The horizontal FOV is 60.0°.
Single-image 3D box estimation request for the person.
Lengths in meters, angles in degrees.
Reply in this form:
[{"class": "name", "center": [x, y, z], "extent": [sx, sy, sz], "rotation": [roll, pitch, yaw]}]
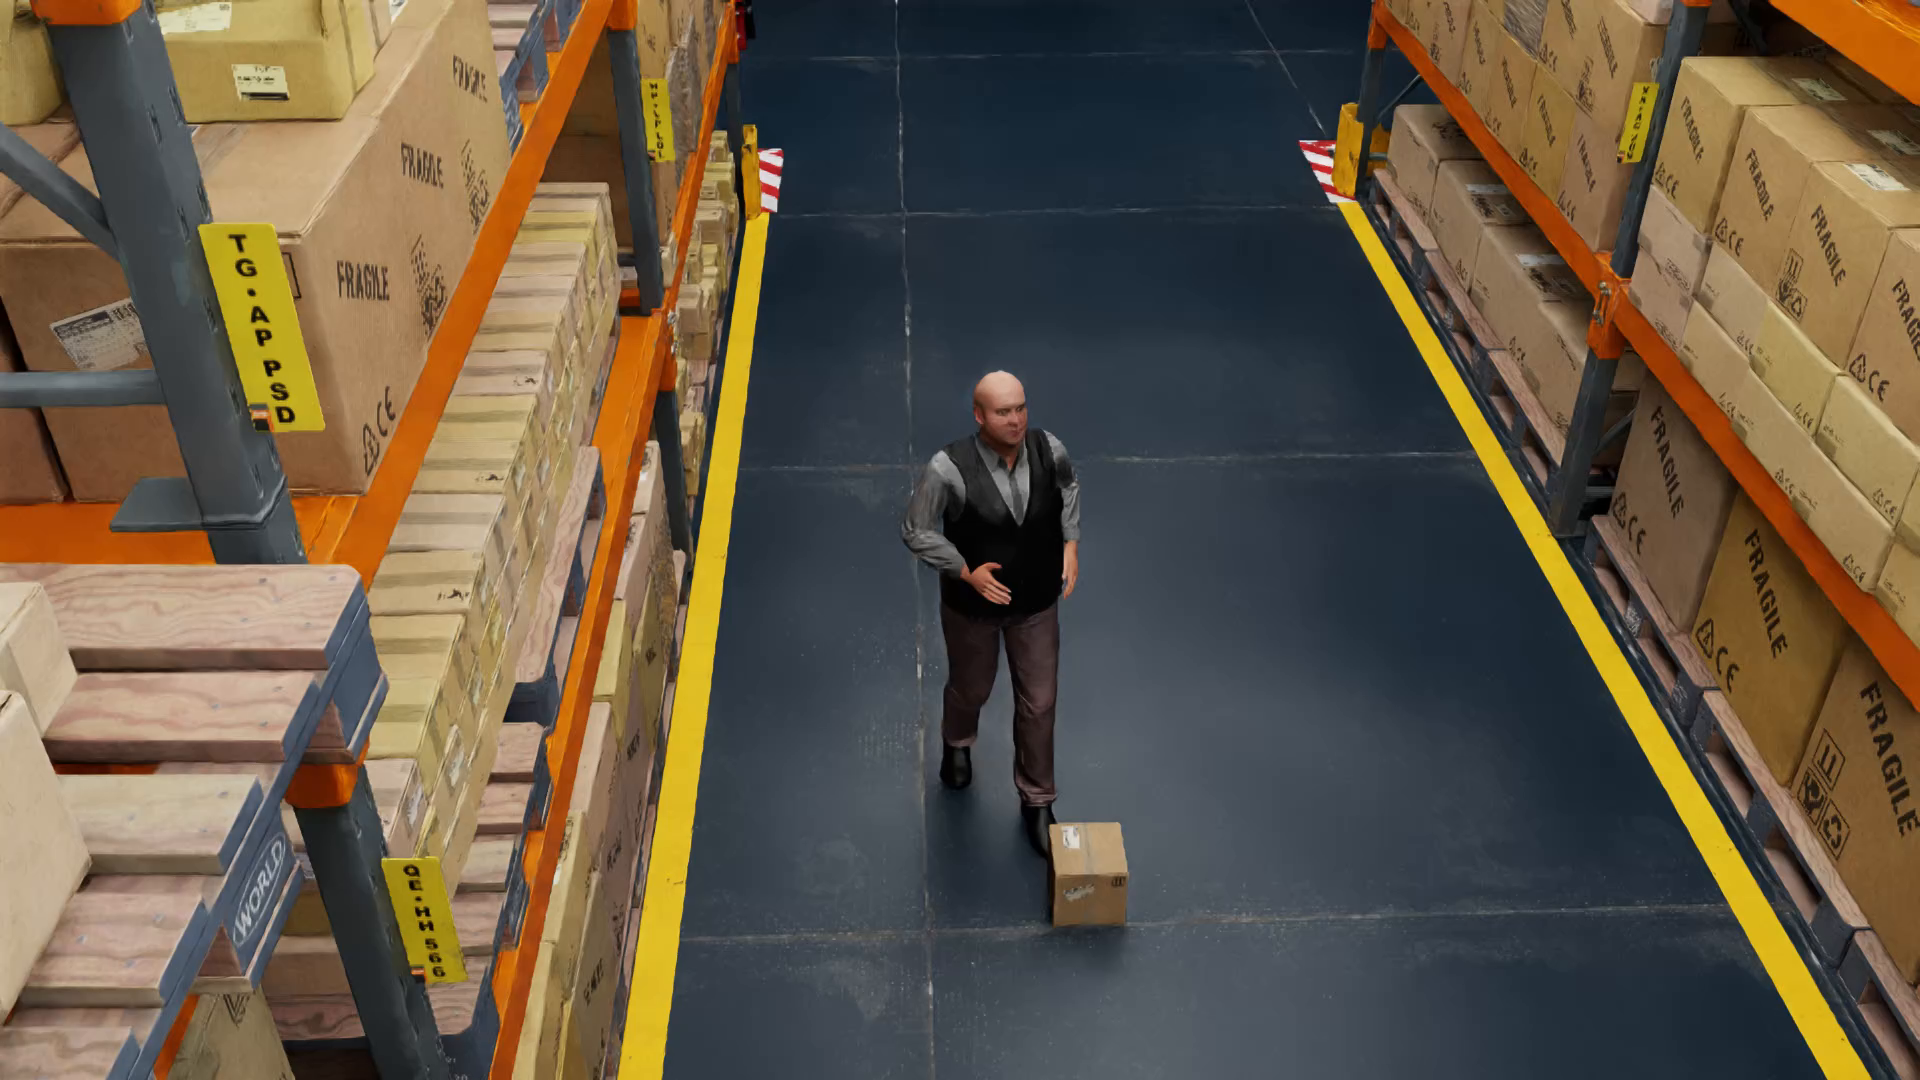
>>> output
[{"class": "person", "center": [0.186, 0.265, 5.785], "extent": [0.703, 1.717, 0.739], "rotation": [-12, 37, -16]}]
